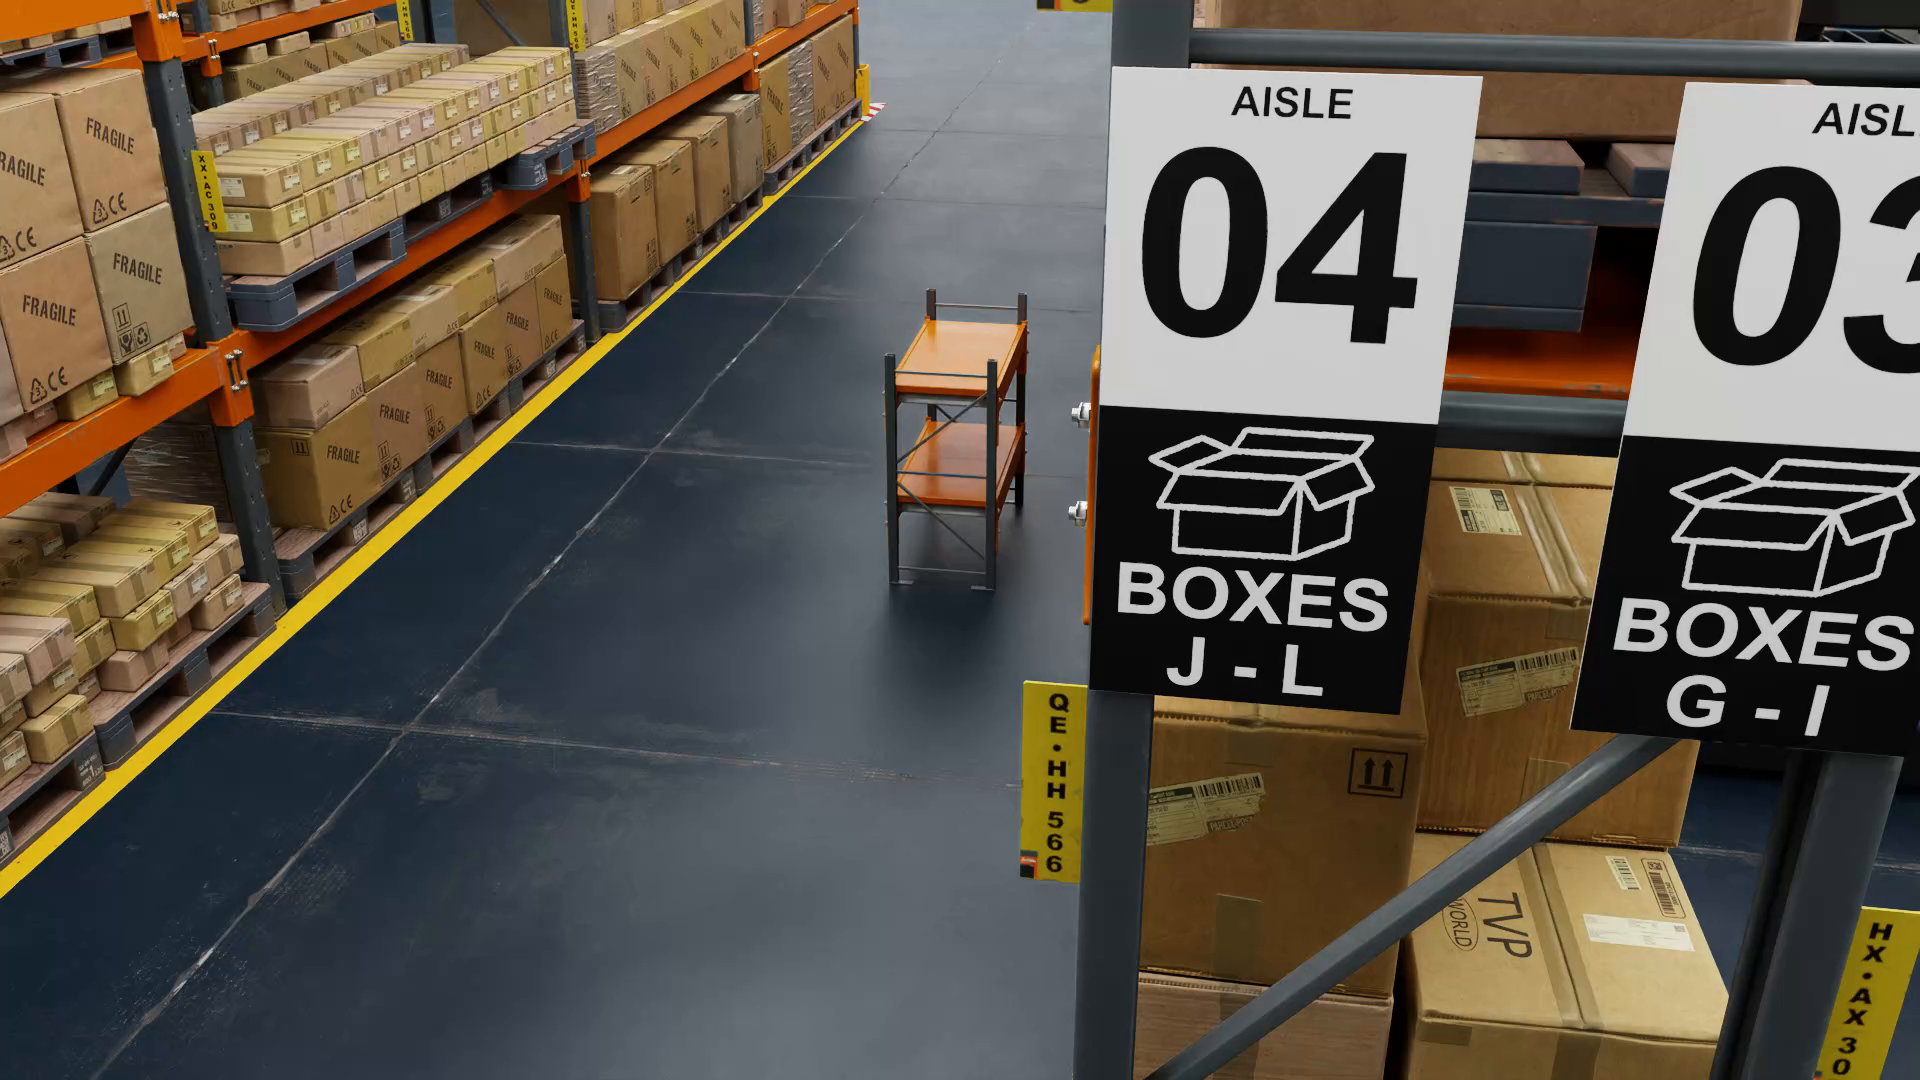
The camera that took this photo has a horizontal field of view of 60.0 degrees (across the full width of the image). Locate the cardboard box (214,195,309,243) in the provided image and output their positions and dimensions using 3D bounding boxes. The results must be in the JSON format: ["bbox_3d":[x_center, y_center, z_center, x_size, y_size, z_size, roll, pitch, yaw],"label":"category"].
[{"bbox_3d":[-3.036,-1.384,7.119,0.380,0.149,0.250,4,25,9],"label":"cardboard box"}]

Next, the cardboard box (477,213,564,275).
[{"bbox_3d":[-2.753,-1.806,10.140,0.500,0.250,0.500,3,25,7],"label":"cardboard box"}]

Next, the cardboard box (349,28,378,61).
[{"bbox_3d":[-6.448,-5.072,17.412,0.500,0.500,0.500,5,26,10],"label":"cardboard box"}]

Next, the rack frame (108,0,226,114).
[{"bbox_3d":[-7.146,-4.687,14.724,1.000,3.000,0.127,4,25,9],"label":"rack frame"}]

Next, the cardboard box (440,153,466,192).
[{"bbox_3d":[-2.783,-1.901,8.574,0.380,0.149,0.250,3,25,6],"label":"cardboard box"}]

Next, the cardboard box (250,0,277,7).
[{"bbox_3d":[-6.740,-5.243,15.444,0.500,0.500,0.500,4,25,8],"label":"cardboard box"}]

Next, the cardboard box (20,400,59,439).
[{"bbox_3d":[-3.517,-0.465,6.001,0.380,0.149,0.250,3,25,7],"label":"cardboard box"}]

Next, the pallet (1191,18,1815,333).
[{"bbox_3d":[0.780,-0.611,2.582,1.003,0.211,1.213,4,25,9],"label":"pallet"}]

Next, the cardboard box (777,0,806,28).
[{"bbox_3d":[-1.926,-5.058,15.341,0.875,0.550,0.550,4,25,9],"label":"cardboard box"}]

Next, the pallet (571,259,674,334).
[{"bbox_3d":[-2.697,-1.775,11.792,1.003,0.211,1.213,4,25,9],"label":"pallet"}]

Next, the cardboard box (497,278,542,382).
[{"bbox_3d":[-2.838,-1.261,9.858,0.500,0.500,0.500,5,26,11],"label":"cardboard box"}]

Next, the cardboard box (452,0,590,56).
[{"bbox_3d":[-2.817,-3.398,10.674,0.700,0.500,0.500,4,25,8],"label":"cardboard box"}]

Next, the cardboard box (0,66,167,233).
[{"bbox_3d":[-3.364,-1.458,6.177,0.500,0.500,0.500,3,25,7],"label":"cardboard box"}]

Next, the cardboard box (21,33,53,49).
[{"bbox_3d":[-7.252,-3.886,12.814,0.380,0.149,0.250,5,26,10],"label":"cardboard box"}]

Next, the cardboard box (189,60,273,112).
[{"bbox_3d":[-6.784,-4.199,15.546,0.500,0.500,0.500,5,26,11],"label":"cardboard box"}]

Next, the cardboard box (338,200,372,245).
[{"bbox_3d":[-2.951,-1.470,7.653,0.380,0.149,0.250,4,25,9],"label":"cardboard box"}]

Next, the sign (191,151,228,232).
[{"bbox_3d":[-3.017,-1.398,6.677,0.100,0.325,0.005,4,25,9],"label":"sign"}]

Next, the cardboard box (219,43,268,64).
[{"bbox_3d":[-6.704,-4.541,15.511,0.380,0.149,0.250,4,25,9],"label":"cardboard box"}]

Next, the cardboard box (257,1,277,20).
[{"bbox_3d":[-6.700,-5.006,15.702,0.380,0.149,0.250,5,26,10],"label":"cardboard box"}]

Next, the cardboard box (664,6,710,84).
[{"bbox_3d":[-2.233,-3.772,12.652,0.500,0.500,0.500,4,25,9],"label":"cardboard box"}]

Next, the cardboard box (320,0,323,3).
[{"bbox_3d":[-6.612,-5.437,16.623,0.380,0.149,0.250,4,25,9],"label":"cardboard box"}]

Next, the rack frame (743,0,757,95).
[{"bbox_3d":[-2.246,-4.386,14.082,1.000,3.000,0.127,4,25,9],"label":"rack frame"}]

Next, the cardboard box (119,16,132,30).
[{"bbox_3d":[-7.025,-4.309,13.719,0.380,0.149,0.250,4,25,8],"label":"cardboard box"}]

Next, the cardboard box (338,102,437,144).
[{"bbox_3d":[-2.825,-2.060,8.211,0.380,0.149,0.250,5,26,10],"label":"cardboard box"}]

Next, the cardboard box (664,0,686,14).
[{"bbox_3d":[-2.487,-4.249,12.493,0.700,0.500,0.500,4,25,9],"label":"cardboard box"}]

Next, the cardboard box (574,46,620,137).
[{"bbox_3d":[-2.560,-2.927,10.848,0.500,0.500,0.500,4,25,9],"label":"cardboard box"}]

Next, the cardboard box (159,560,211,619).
[{"bbox_3d":[-3.324,0.194,6.814,0.380,0.149,0.250,3,25,6],"label":"cardboard box"}]

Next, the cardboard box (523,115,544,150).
[{"bbox_3d":[-2.611,-2.340,9.512,0.380,0.149,0.250,4,25,9],"label":"cardboard box"}]

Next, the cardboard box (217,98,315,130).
[{"bbox_3d":[-3.467,-2.112,8.324,0.380,0.149,0.250,3,25,6],"label":"cardboard box"}]

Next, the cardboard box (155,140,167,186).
[{"bbox_3d":[-3.638,-1.680,7.399,0.380,0.149,0.250,3,25,7],"label":"cardboard box"}]

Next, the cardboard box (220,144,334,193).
[{"bbox_3d":[-2.996,-1.636,7.306,0.380,0.149,0.250,5,25,10],"label":"cardboard box"}]

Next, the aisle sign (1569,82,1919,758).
[{"bbox_3d":[0.953,-0.108,1.875,0.394,0.787,0.004,4,25,9],"label":"aisle sign"}]

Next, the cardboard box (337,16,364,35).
[{"bbox_3d":[-6.404,-5.322,17.179,0.380,0.149,0.250,4,25,9],"label":"cardboard box"}]

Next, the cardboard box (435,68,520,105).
[{"bbox_3d":[-2.654,-2.496,9.143,0.380,0.149,0.250,5,26,10],"label":"cardboard box"}]

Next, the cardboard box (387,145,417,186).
[{"bbox_3d":[-2.870,-1.822,8.055,0.380,0.149,0.250,5,26,11],"label":"cardboard box"}]

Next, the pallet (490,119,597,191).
[{"bbox_3d":[-2.912,-2.321,9.896,1.213,0.211,1.003,4,25,9],"label":"pallet"}]

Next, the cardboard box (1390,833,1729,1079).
[{"bbox_3d":[1.014,0.770,2.893,0.500,0.250,0.500,3,25,7],"label":"cardboard box"}]

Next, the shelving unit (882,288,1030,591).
[{"bbox_3d":[-0.001,-0.507,8.005,0.538,1.125,1.048,4,25,9],"label":"shelving unit"}]

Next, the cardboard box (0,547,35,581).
[{"bbox_3d":[-3.911,0.142,6.575,0.380,0.149,0.250,4,25,8],"label":"cardboard box"}]

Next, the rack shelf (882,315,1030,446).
[{"bbox_3d":[-0.001,-0.772,7.881,0.538,0.278,1.000,4,25,9],"label":"rack shelf"}]

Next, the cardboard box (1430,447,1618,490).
[{"bbox_3d":[1.174,0.004,3.644,0.500,0.500,0.500,3,25,7],"label":"cardboard box"}]

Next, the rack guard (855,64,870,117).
[{"bbox_3d":[-1.589,-4.937,18.207,1.175,0.500,0.348,4,25,9],"label":"rack guard"}]

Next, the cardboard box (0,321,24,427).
[{"bbox_3d":[-3.523,-0.573,5.467,0.500,0.500,0.500,4,25,8],"label":"cardboard box"}]

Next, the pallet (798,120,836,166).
[{"bbox_3d":[-1.848,-3.947,16.434,1.003,0.211,1.213,4,25,9],"label":"pallet"}]

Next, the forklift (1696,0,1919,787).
[{"bbox_3d":[3.438,-1.017,6.965,1.130,2.935,3.031,5,26,11],"label":"forklift"}]

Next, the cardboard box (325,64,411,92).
[{"bbox_3d":[-3.296,-2.553,9.266,0.380,0.149,0.250,3,25,6],"label":"cardboard box"}]

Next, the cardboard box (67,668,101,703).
[{"bbox_3d":[-3.549,0.568,6.365,0.380,0.149,0.250,3,25,7],"label":"cardboard box"}]

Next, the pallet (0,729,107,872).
[{"bbox_3d":[-3.826,1.018,5.826,1.003,0.211,1.213,4,25,9],"label":"pallet"}]

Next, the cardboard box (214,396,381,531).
[{"bbox_3d":[-3.171,-0.389,7.995,0.500,0.500,0.500,5,26,11],"label":"cardboard box"}]

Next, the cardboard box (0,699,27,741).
[{"bbox_3d":[-3.574,0.624,5.895,0.380,0.149,0.250,3,25,6],"label":"cardboard box"}]

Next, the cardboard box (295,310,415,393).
[{"bbox_3d":[-3.088,-0.951,8.313,0.500,0.250,0.500,5,25,10],"label":"cardboard box"}]

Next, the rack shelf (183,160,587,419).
[{"bbox_3d":[-3.227,-1.551,8.873,1.077,0.370,4.000,4,25,9],"label":"rack shelf"}]

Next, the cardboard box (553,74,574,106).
[{"bbox_3d":[-2.532,-2.686,9.900,0.380,0.149,0.250,5,25,10],"label":"cardboard box"}]

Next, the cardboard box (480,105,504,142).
[{"bbox_3d":[-2.698,-2.255,8.980,0.380,0.149,0.250,4,25,8],"label":"cardboard box"}]

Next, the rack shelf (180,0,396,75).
[{"bbox_3d":[-6.820,-5.197,16.664,1.077,0.370,4.000,4,25,9],"label":"rack shelf"}]

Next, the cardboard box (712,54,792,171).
[{"bbox_3d":[-2.075,-3.872,14.995,0.875,0.875,0.875,4,25,9],"label":"cardboard box"}]

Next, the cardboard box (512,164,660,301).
[{"bbox_3d":[-2.712,-2.133,11.426,1.050,0.750,0.750,4,25,8],"label":"cardboard box"}]

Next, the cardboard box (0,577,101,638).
[{"bbox_3d":[-3.511,0.276,6.288,0.380,0.149,0.250,5,26,10],"label":"cardboard box"}]
